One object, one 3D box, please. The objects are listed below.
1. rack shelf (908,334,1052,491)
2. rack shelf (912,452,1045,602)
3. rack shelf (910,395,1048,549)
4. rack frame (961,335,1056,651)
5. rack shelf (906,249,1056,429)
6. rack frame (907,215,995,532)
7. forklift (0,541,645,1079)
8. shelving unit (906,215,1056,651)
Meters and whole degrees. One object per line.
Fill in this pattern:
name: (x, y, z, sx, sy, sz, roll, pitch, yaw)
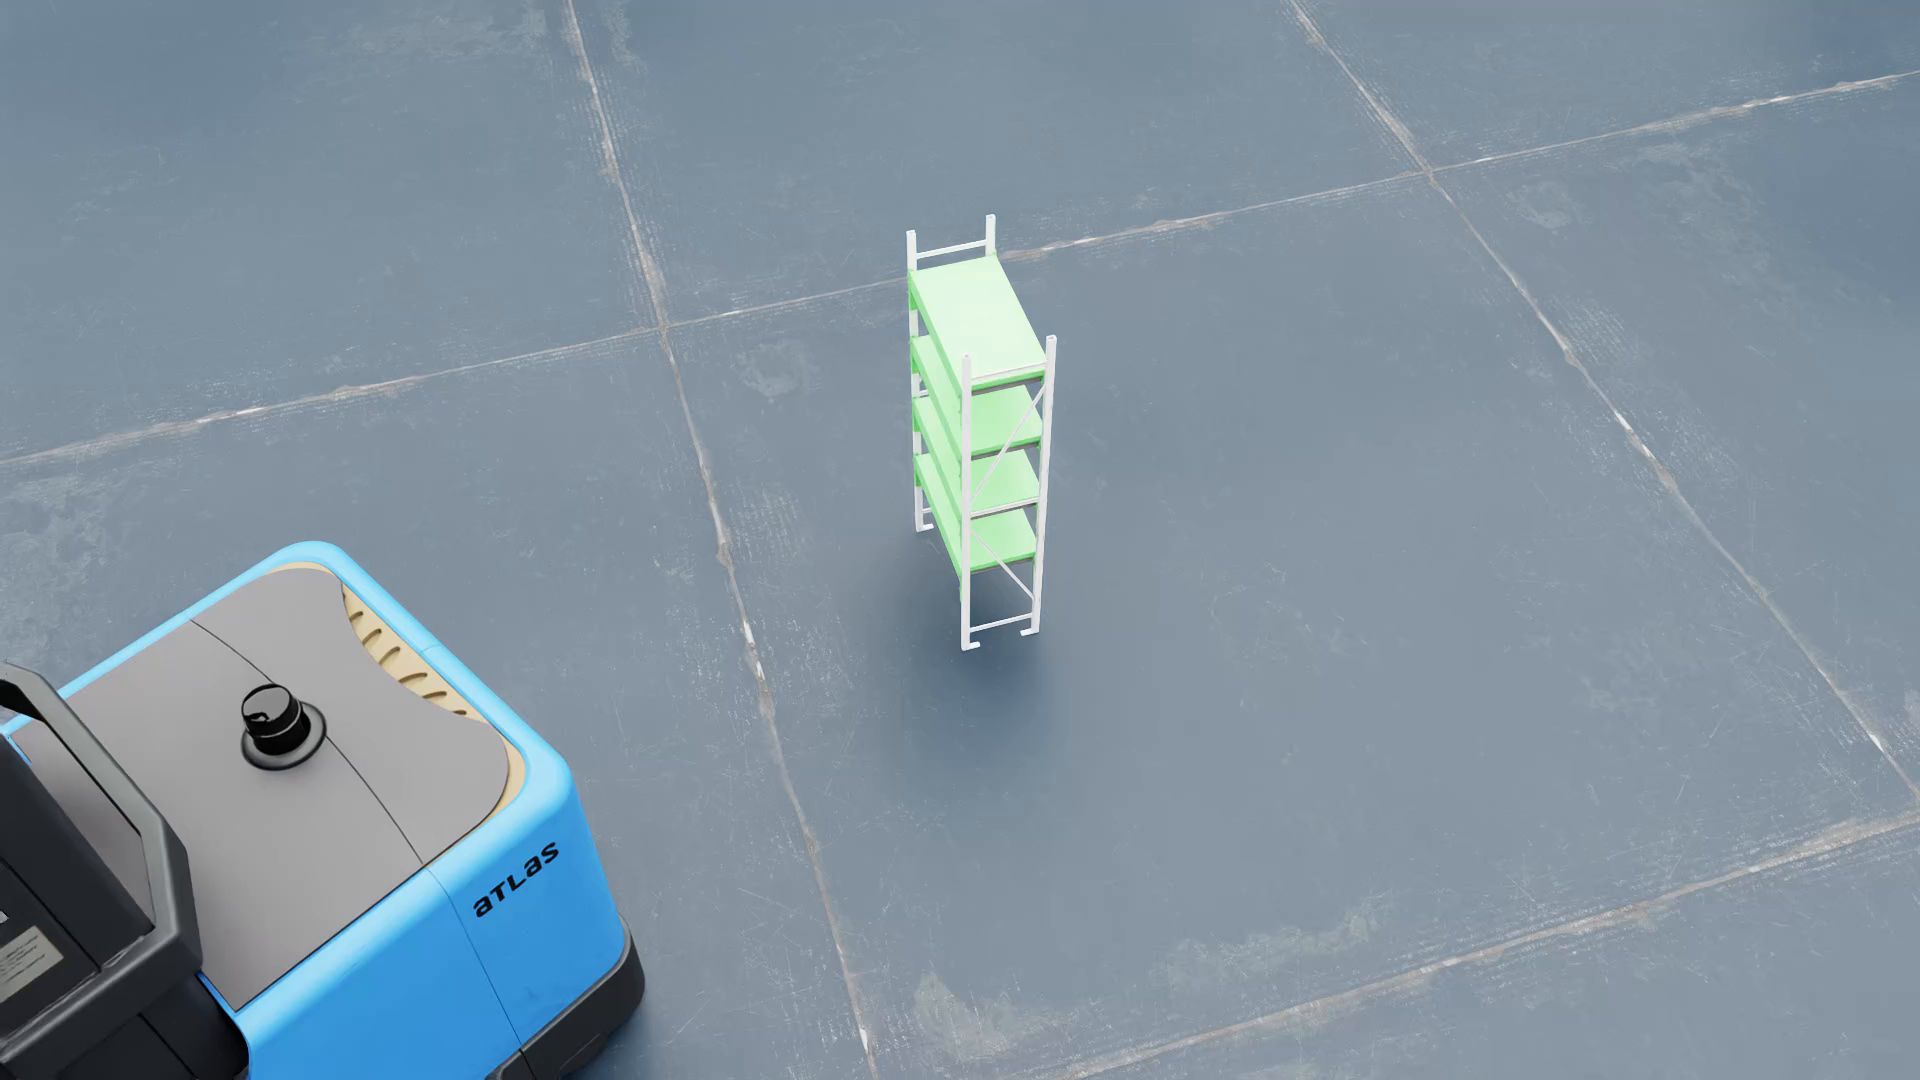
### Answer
rack shelf: (0.049, -0.379, 4.555, 0.258, 0.148, 0.480, -13, 51, -11)
rack shelf: (0.049, -0.070, 4.922, 0.258, 0.148, 0.480, -13, 51, -11)
rack shelf: (0.049, -0.225, 4.738, 0.258, 0.148, 0.480, -13, 51, -11)
rack frame: (0.121, -0.088, 4.539, 0.240, 1.200, 0.015, -13, 51, -11)
rack shelf: (0.049, -0.534, 4.371, 0.258, 0.148, 0.480, -13, 51, -11)
rack frame: (-0.023, -0.444, 4.840, 0.240, 1.200, 0.015, -13, 51, -11)
forklift: (-2.174, 0.795, 2.663, 1.130, 2.935, 3.031, 36, 59, 26)
shelving unit: (0.049, -0.266, 4.689, 0.258, 1.200, 0.503, -13, 51, -11)
